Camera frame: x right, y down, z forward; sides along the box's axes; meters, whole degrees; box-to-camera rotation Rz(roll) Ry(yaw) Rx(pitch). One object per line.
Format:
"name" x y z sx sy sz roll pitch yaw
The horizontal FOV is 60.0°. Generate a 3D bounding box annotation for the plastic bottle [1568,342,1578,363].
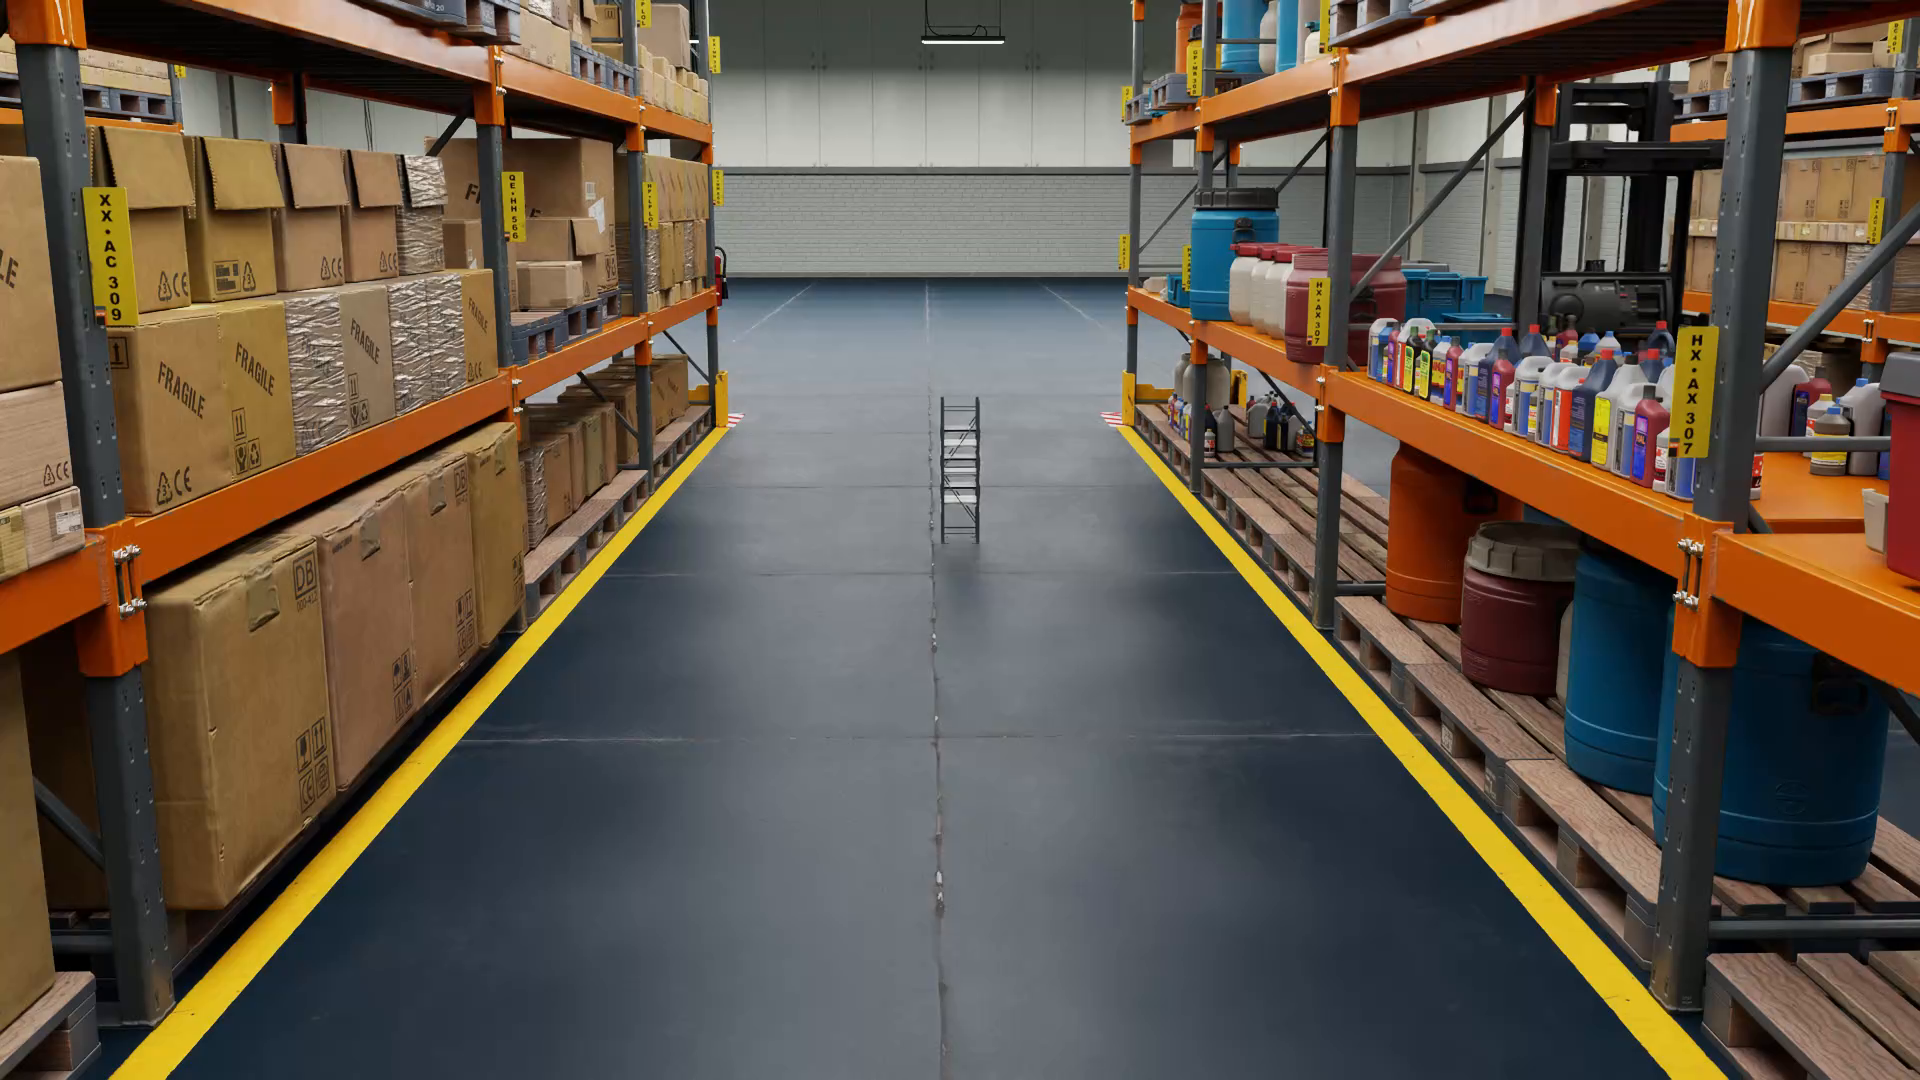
"plastic bottle" 2.710 -0.763 7.275 0.097 0.201 0.097 0 11 0

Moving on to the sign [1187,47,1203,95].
"sign" 1.651 -3.297 11.698 0.100 0.325 0.005 0 11 -1

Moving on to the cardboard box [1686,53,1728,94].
"cardboard box" 7.079 -4.318 15.086 0.797 0.503 0.637 1 11 3

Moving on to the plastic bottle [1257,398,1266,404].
"plastic bottle" 2.576 -1.057 13.969 0.152 0.276 0.135 -1 11 -3

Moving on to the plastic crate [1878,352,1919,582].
"plastic crate" 2.135 -0.114 3.266 0.402 0.464 0.583 0 11 -1

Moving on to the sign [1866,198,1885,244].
"sign" 6.599 -2.302 11.987 0.100 0.325 0.005 0 11 -1

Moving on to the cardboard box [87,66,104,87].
"cardboard box" -7.422 -3.881 13.926 0.380 0.149 0.250 0 11 -1

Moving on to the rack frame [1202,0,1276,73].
"rack frame" 2.202 -4.762 11.401 1.000 3.000 0.127 0 11 -1

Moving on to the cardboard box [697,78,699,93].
"cardboard box" -2.512 -4.029 14.704 0.380 0.149 0.250 -1 11 -4

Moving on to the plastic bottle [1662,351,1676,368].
"plastic bottle" 2.591 -0.554 6.069 0.097 0.271 0.097 0 11 0

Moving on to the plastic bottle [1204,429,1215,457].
"plastic bottle" 1.883 -0.737 12.581 0.097 0.201 0.097 0 11 0

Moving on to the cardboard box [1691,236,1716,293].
"cardboard box" 7.084 -2.489 15.031 0.700 0.500 0.500 0 11 0

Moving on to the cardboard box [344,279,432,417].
"cardboard box" -2.391 -0.756 6.492 0.500 0.500 0.500 -1 11 -3

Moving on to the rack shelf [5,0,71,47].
"rack shelf" -2.544 -0.932 1.872 1.077 0.370 4.000 0 11 -1

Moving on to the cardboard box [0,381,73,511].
"cardboard box" -2.313 -0.197 3.616 0.500 0.250 0.500 0 11 -2

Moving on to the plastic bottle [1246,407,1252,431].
"plastic bottle" 2.452 -1.016 13.956 0.097 0.201 0.097 0 11 0

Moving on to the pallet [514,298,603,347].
"pallet" -2.749 -1.306 9.935 1.003 0.211 1.213 0 11 -1

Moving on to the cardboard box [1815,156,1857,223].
"cardboard box" 7.127 -2.715 12.884 0.700 0.500 0.500 0 11 -1

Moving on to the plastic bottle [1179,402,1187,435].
"plastic bottle" 1.858 -1.006 13.729 0.097 0.271 0.097 0 11 0

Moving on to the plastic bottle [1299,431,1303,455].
"plastic bottle" 2.631 -0.752 12.652 0.097 0.201 0.097 0 11 0

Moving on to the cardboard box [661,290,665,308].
"cardboard box" -2.494 -1.872 12.873 0.380 0.149 0.250 0 11 -1

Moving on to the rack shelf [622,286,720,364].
"rack shelf" -2.792 -1.847 13.928 1.077 0.370 4.000 0 11 -1

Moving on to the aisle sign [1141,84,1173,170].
"aisle sign" 1.825 -3.905 15.722 0.394 0.787 0.004 0 11 -1

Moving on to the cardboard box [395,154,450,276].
"cardboard box" -2.669 -1.402 7.151 0.797 0.503 0.637 0 11 1

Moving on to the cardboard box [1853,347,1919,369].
"cardboard box" 7.439 -1.260 13.201 0.500 0.500 0.500 0 11 -1

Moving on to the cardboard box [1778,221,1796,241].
"cardboard box" 6.910 -2.514 13.525 0.380 0.149 0.250 0 11 0

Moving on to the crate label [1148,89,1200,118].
"crate label" 1.827 -3.641 13.792 0.502 0.251 0.408 0 11 -1

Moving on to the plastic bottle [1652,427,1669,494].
"plastic bottle" 2.006 -0.235 4.671 0.097 0.201 0.097 0 11 0

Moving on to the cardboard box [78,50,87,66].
"cardboard box" -7.475 -3.998 13.500 0.500 0.250 0.500 0 11 -1

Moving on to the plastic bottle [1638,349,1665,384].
"plastic bottle" 2.161 -0.427 5.241 0.144 0.351 0.185 0 11 -1

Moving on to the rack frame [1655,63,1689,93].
"rack frame" 7.071 -5.577 15.416 1.000 3.000 0.127 0 11 -1

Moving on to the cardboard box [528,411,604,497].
"cardboard box" -2.768 -0.575 11.032 0.700 0.500 0.500 0 11 -2

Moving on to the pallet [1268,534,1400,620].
"pallet" 2.307 0.185 9.115 1.003 0.211 1.213 0 11 -1

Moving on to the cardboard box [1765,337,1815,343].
"cardboard box" 6.888 -1.457 14.170 0.500 0.500 0.500 0 11 -1

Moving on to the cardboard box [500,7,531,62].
"cardboard box" -2.423 -2.498 8.160 0.500 0.250 0.500 0 11 0

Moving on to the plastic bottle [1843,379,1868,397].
"plastic bottle" 2.756 -0.358 5.105 0.097 0.271 0.097 0 11 0

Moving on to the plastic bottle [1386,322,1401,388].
"plastic bottle" 1.931 -0.817 7.336 0.061 0.283 0.133 0 11 -1

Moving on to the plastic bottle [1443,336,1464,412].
"plastic bottle" 1.948 -0.653 6.526 0.061 0.283 0.133 0 11 -1

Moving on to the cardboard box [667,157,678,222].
"cardboard box" -2.527 -2.776 13.184 0.500 0.500 0.500 0 11 -1

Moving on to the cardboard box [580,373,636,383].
"cardboard box" -2.829 -1.099 13.664 0.500 0.500 0.500 -1 12 -6

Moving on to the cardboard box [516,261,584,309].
"cardboard box" -2.472 -1.473 9.597 0.500 0.250 0.500 -1 11 -3

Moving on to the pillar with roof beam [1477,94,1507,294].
"pillar with roof beam" 8.103 -10.216 38.281 9.100 9.000 0.548 0 11 -1

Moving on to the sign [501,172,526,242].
"sign" -2.113 -1.577 7.877 0.100 0.325 0.005 0 11 -1

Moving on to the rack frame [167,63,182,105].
"rack frame" -7.794 -5.537 15.218 1.000 3.000 0.127 0 11 -1

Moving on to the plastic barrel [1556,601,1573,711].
"plastic barrel" 2.436 0.420 6.146 0.421 0.512 0.421 0 11 0

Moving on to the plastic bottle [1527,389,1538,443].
"plastic bottle" 1.985 -0.434 5.655 0.097 0.201 0.097 0 11 0

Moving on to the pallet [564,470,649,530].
"pallet" -2.733 -0.281 11.411 1.003 0.211 1.213 0 11 -1

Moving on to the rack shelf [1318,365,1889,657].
"rack shelf" 2.326 -0.277 6.190 1.077 0.370 4.000 0 11 -1

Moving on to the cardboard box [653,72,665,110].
"cardboard box" -2.519 -3.394 12.578 0.500 0.250 0.500 0 11 -2

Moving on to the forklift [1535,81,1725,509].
"forklift" 4.564 -1.708 11.607 1.130 2.935 3.031 0 11 0

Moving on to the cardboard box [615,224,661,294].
"cardboard box" -2.698 -2.086 12.299 0.875 0.500 0.500 0 11 -1

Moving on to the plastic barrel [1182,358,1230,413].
"plastic barrel" 2.219 -1.374 14.987 0.421 0.512 0.421 0 11 0

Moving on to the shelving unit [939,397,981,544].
"shelving unit" 0.000 -0.439 10.462 0.258 0.900 0.210 0 11 -1

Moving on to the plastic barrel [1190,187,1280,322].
"plastic barrel" 1.907 -1.990 11.562 0.600 0.901 0.708 0 11 -1

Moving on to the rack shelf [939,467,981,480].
"rack shelf" 0.000 -0.407 10.468 0.258 0.077 0.200 0 11 -1

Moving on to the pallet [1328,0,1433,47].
"pallet" 2.202 -2.252 7.047 1.003 0.211 1.213 0 11 -1

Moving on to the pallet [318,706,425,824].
"pallet" -2.704 0.759 6.288 1.003 0.211 1.213 0 11 -1

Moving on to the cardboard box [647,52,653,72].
"cardboard box" -2.507 -3.567 12.425 0.380 0.149 0.250 0 11 -1
